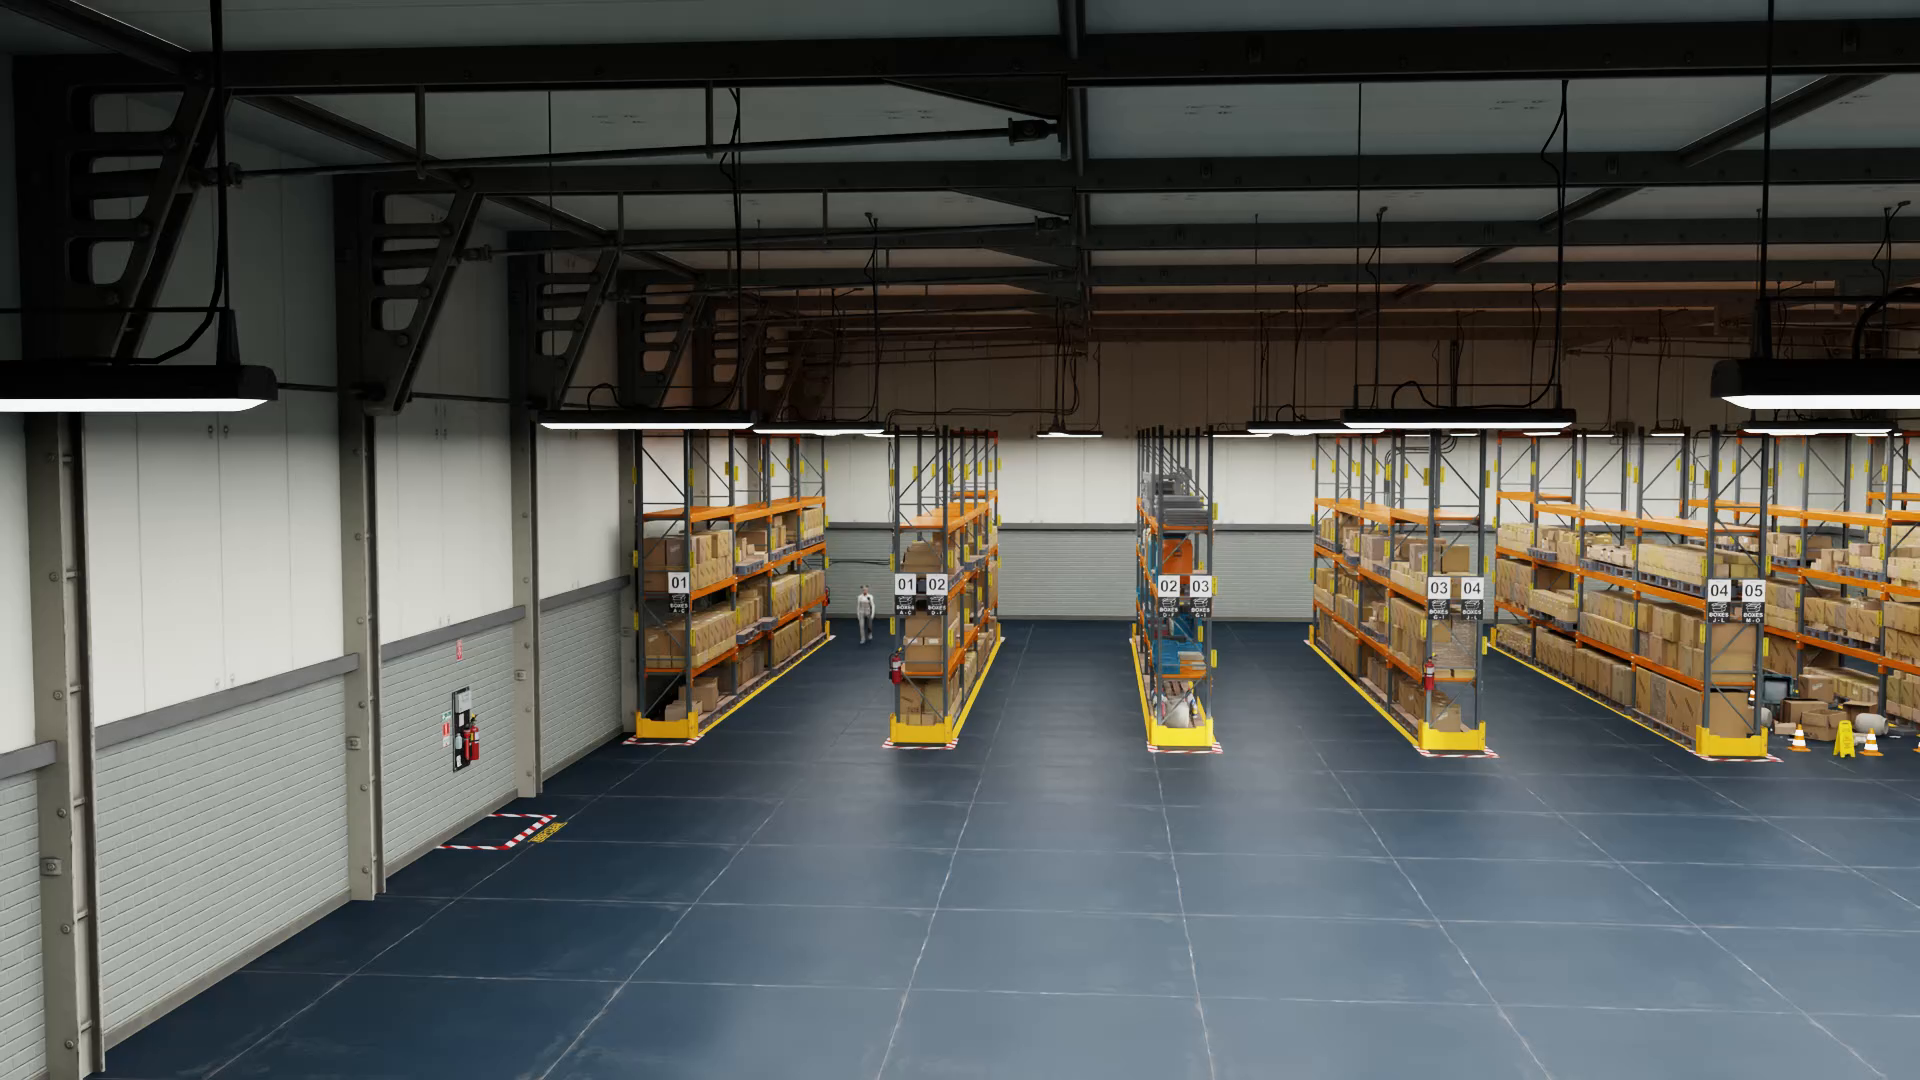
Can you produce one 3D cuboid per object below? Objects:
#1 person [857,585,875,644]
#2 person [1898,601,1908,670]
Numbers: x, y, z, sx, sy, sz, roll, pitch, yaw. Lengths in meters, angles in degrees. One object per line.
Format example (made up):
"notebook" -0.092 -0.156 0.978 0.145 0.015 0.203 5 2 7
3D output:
"person" -2.648 2.071 46.903 0.492 1.637 0.831 0 3 2
"person" 23.134 2.390 40.546 0.517 1.782 0.537 -1 4 -18
